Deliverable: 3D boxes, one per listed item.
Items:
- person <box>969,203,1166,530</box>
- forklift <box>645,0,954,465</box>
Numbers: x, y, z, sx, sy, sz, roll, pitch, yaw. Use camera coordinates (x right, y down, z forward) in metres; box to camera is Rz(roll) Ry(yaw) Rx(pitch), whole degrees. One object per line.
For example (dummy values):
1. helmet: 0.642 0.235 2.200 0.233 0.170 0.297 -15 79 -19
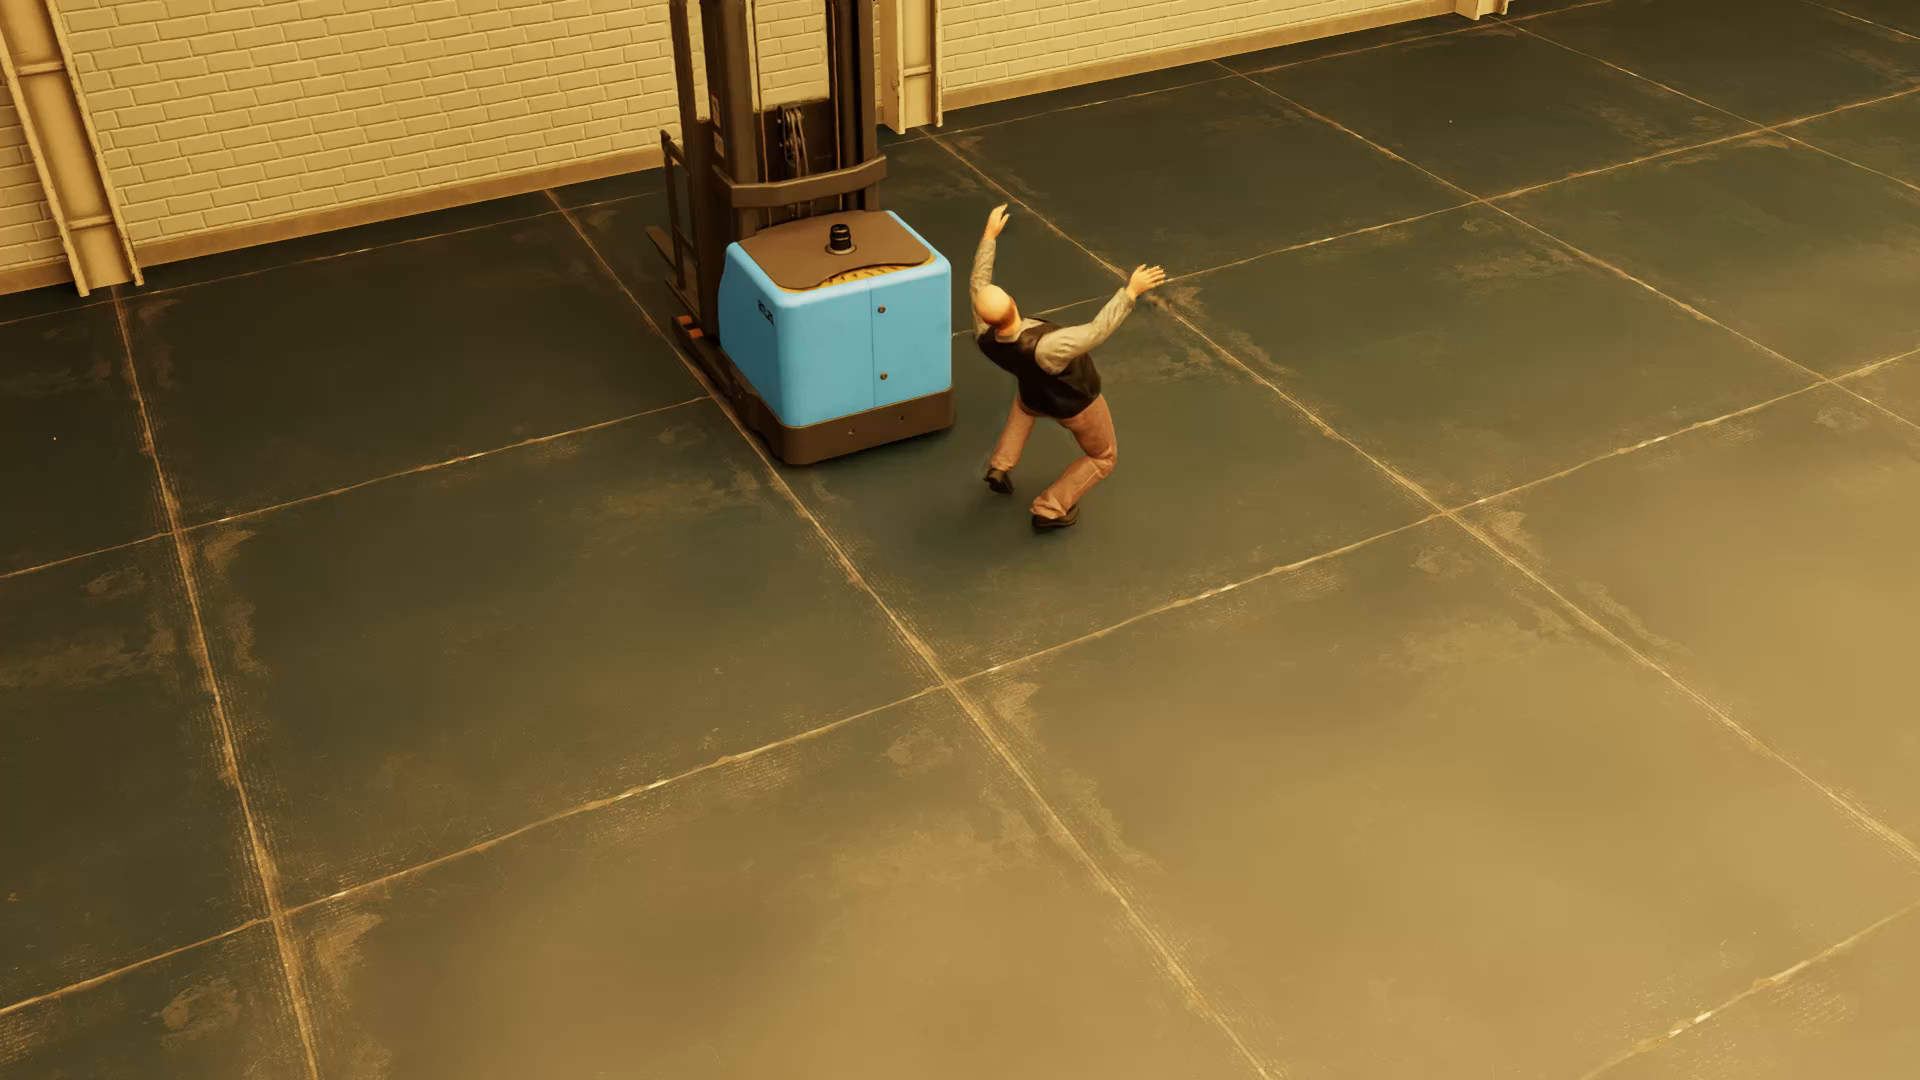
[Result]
1. person: 0.434 -0.774 8.359 0.967 1.612 0.715 26 43 32
2. forklift: -1.148 -2.442 9.578 1.130 2.935 3.031 -16 38 -22
